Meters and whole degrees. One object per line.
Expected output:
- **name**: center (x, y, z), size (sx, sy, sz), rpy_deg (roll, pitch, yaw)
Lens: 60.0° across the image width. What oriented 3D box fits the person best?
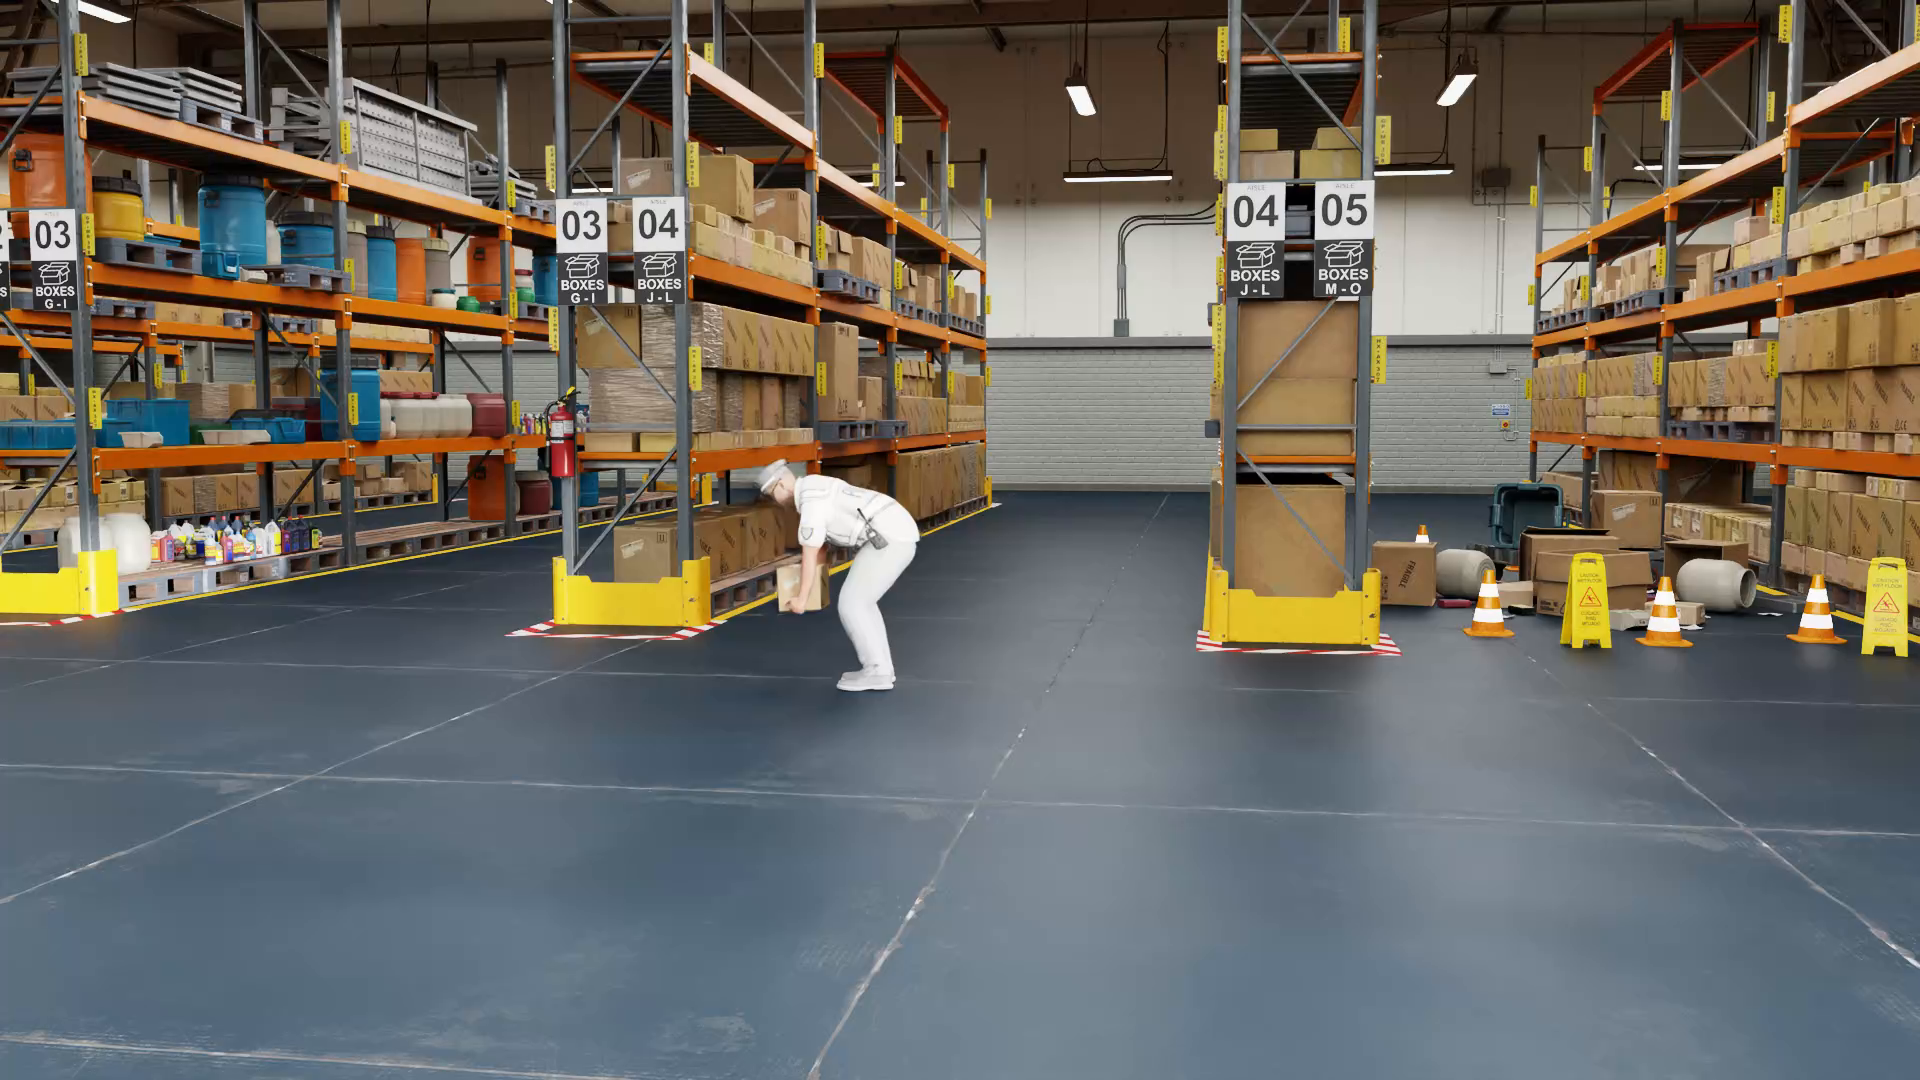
- **person**: center (-0.732, 0.195, 9.765), size (0.987, 1.341, 0.487), rpy_deg (1, 4, 7)
